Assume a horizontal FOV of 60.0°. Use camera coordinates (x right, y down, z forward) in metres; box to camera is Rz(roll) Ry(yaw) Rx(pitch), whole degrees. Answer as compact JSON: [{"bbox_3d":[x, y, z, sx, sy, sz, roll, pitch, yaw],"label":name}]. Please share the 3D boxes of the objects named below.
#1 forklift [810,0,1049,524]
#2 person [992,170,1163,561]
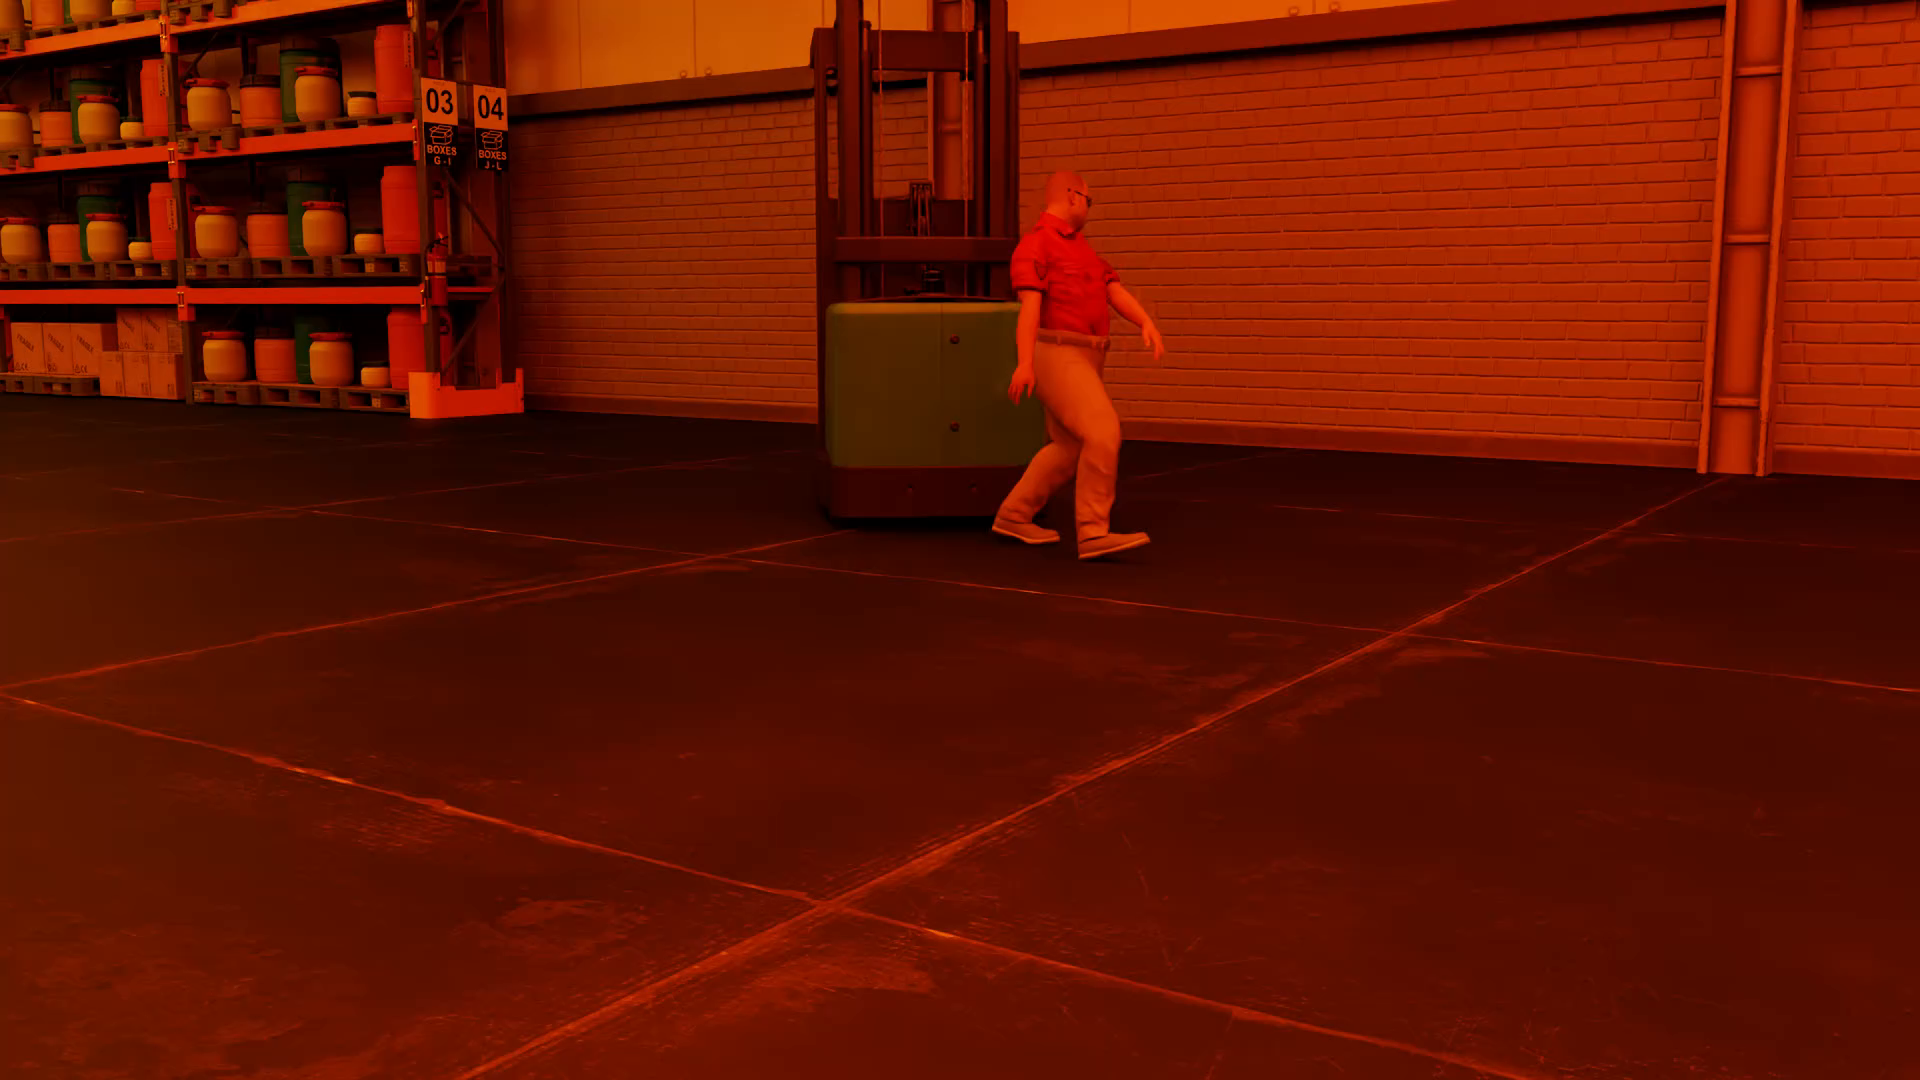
[{"bbox_3d":[-0.257,-1.701,9.157,1.130,2.935,3.031,-1,8,-7],"label":"forklift"},{"bbox_3d":[0.463,-0.747,7.080,0.830,1.639,0.707,3,9,21],"label":"person"}]
